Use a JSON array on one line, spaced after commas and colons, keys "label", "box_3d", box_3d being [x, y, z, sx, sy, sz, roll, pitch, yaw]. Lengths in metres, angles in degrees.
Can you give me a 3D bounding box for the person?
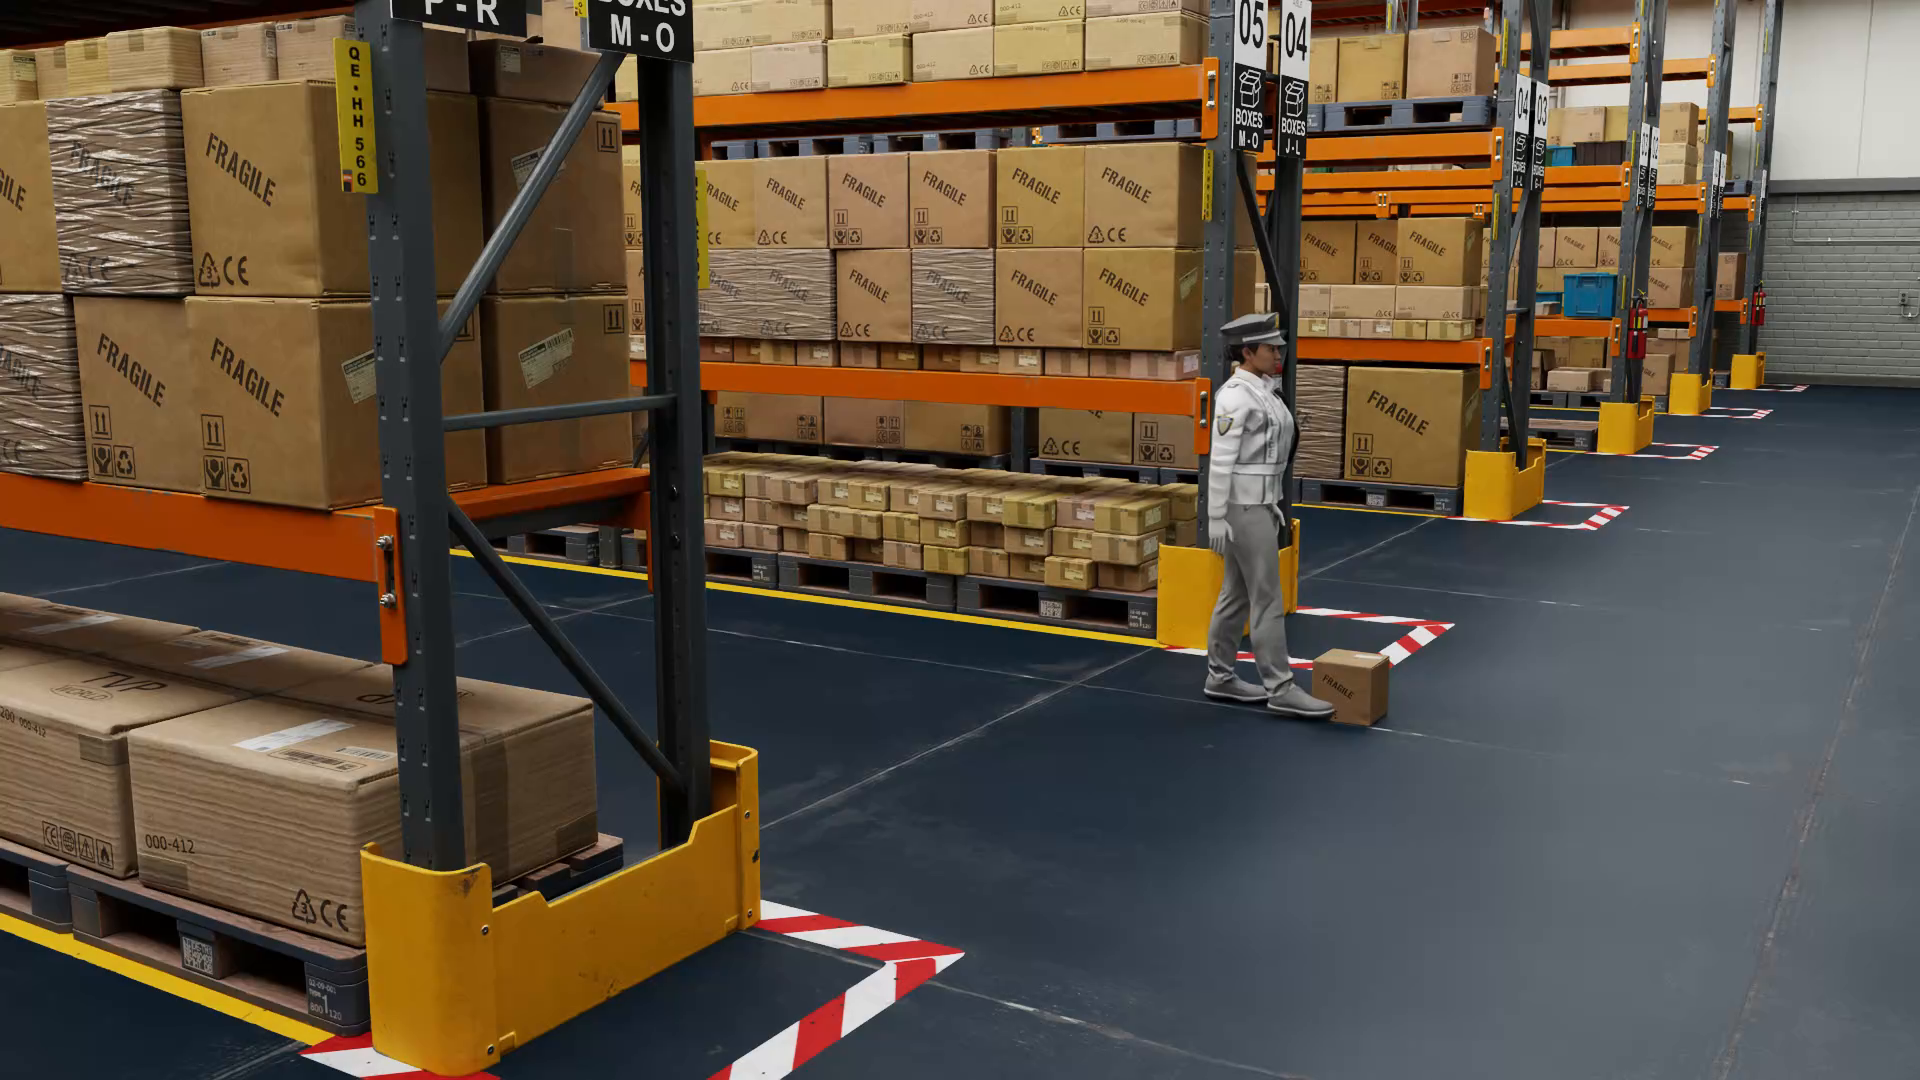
[{"label": "person", "box_3d": [1.341, -0.122, 7.021, 0.594, 1.669, 0.498, 3, 10, 20]}]
